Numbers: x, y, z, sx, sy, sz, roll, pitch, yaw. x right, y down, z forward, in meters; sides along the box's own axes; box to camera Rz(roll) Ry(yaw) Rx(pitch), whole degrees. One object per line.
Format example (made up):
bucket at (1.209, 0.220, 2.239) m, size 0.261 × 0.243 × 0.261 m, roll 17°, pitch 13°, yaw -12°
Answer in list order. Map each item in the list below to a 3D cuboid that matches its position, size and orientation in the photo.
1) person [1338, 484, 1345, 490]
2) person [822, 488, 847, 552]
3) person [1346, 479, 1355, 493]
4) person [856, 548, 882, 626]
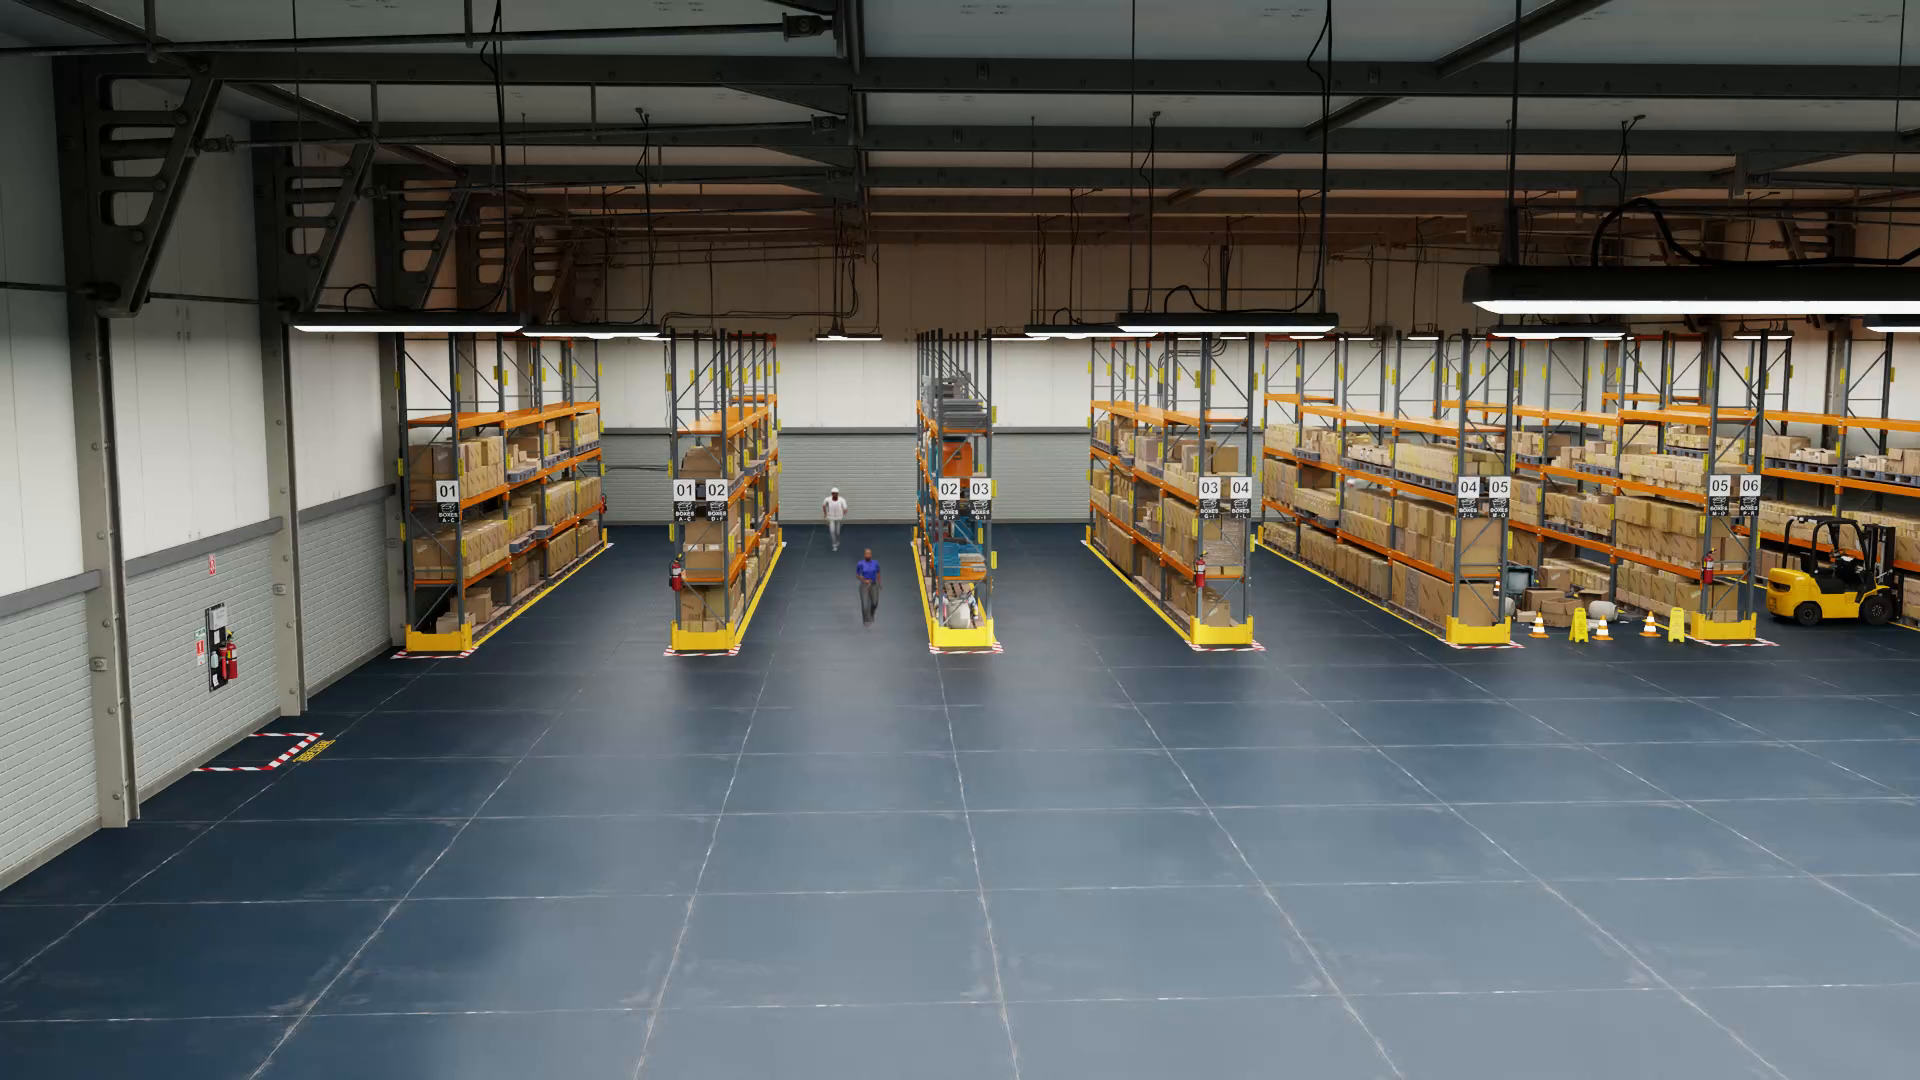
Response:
person at (10.786, -0.706, 47.264) m, size 0.657 × 1.738 × 0.644 m, roll -1°, pitch 7°, yaw -4°
person at (-3.481, -0.589, 46.287) m, size 0.679 × 1.752 × 0.911 m, roll -1°, pitch 7°, yaw -7°
person at (11.564, -0.946, 49.323) m, size 0.607 × 1.743 × 0.651 m, roll 0°, pitch 7°, yaw 1°
person at (-1.828, 0.962, 33.553) m, size 0.549 × 1.610 × 0.665 m, roll -2°, pitch 7°, yaw -16°
